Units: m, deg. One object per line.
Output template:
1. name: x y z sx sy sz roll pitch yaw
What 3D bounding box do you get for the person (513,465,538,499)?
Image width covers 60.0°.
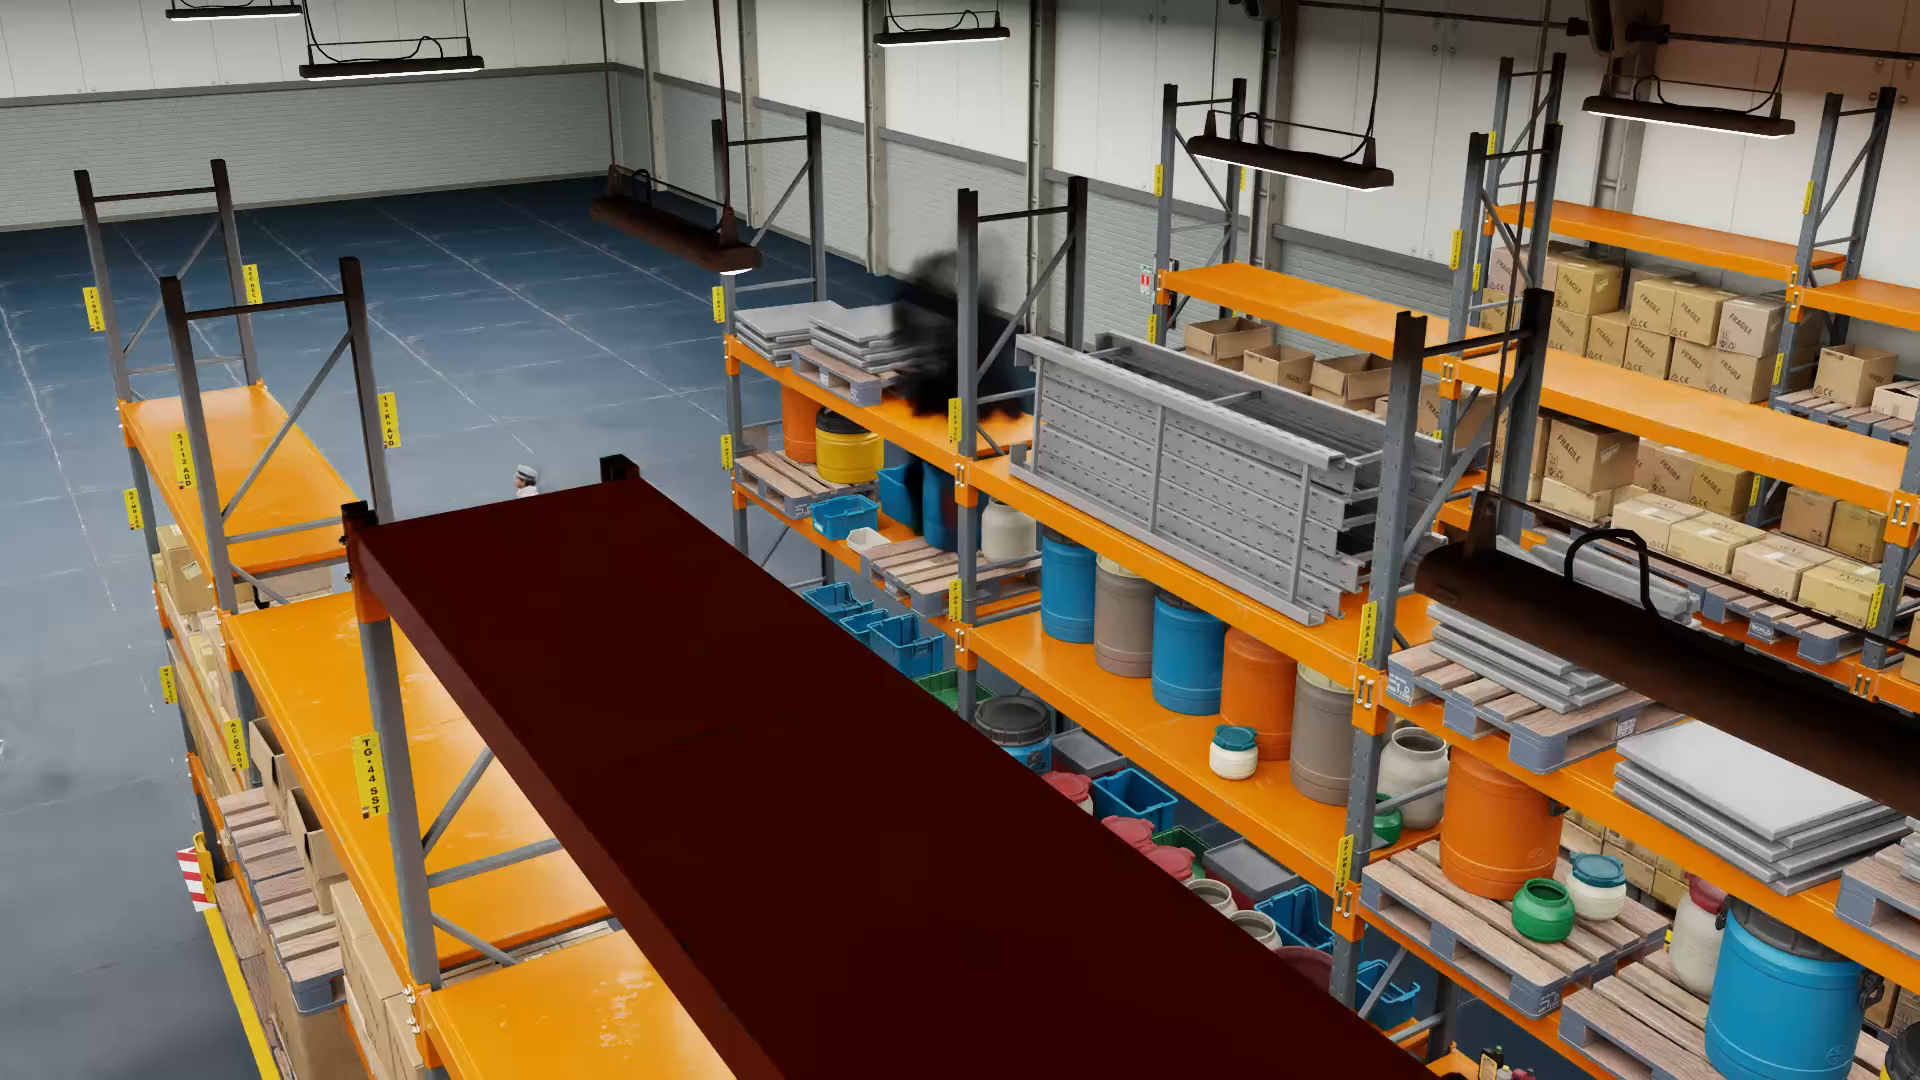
1. person: -4.937 -0.070 19.337 0.738 1.697 0.643 -3 22 -8
